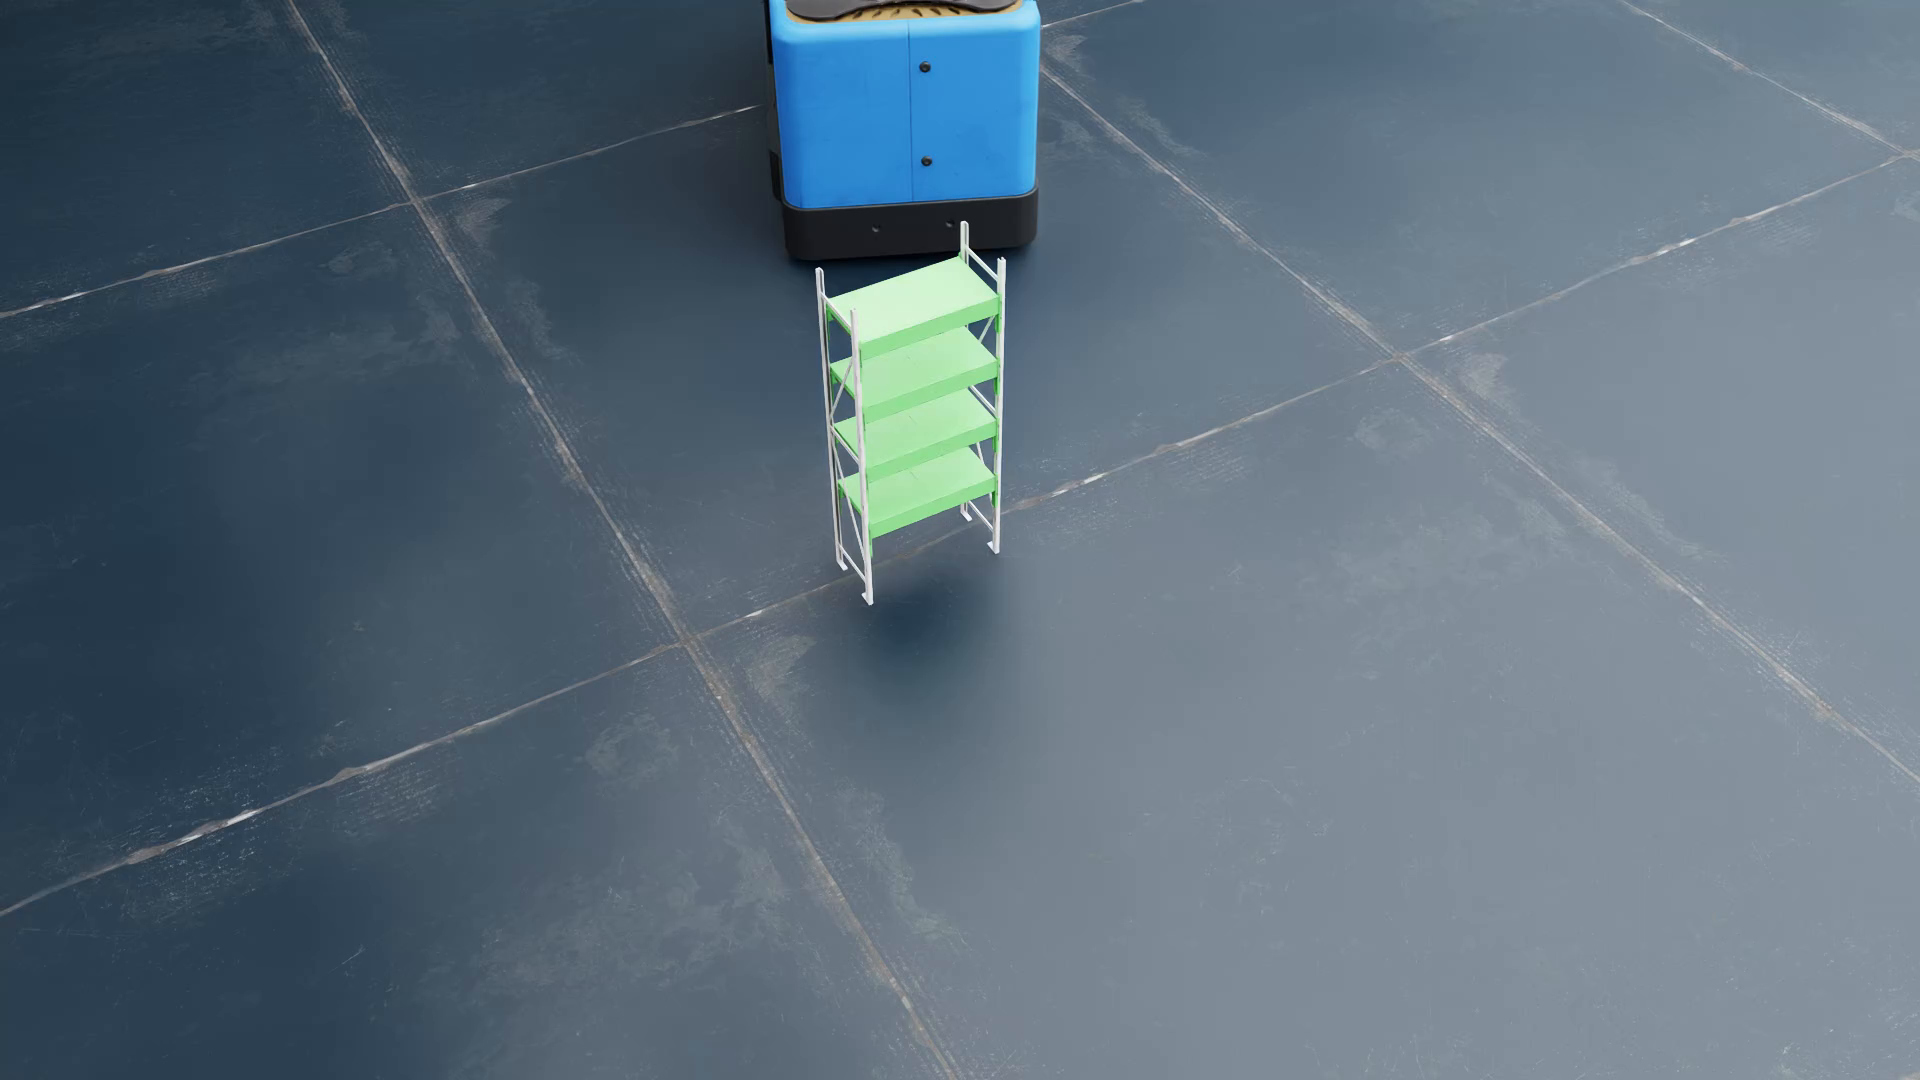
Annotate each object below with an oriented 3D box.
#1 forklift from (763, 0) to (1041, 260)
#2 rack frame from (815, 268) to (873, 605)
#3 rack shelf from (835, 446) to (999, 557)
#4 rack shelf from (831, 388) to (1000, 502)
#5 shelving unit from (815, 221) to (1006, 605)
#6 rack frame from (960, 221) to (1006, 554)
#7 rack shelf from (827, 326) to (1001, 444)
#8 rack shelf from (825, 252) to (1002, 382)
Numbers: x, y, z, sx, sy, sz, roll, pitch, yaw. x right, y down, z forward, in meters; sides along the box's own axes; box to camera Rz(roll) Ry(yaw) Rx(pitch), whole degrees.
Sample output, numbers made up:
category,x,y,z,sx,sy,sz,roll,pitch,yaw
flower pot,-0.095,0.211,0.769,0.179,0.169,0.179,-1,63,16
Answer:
category,x,y,z,sx,sy,sz,roll,pitch,yaw
forklift,-0.362,-3.229,6.973,1.130,2.935,3.031,-5,44,-5
rack frame,-0.355,-0.288,5.186,0.015,1.200,0.240,-22,48,-21
rack shelf,-0.144,-0.155,5.485,0.480,0.148,0.258,-22,48,-21
rack shelf,-0.144,-0.327,5.317,0.480,0.148,0.258,-22,48,-21
shelving unit,-0.144,-0.373,5.273,0.503,1.200,0.258,-22,48,-21
rack frame,0.068,-0.458,5.360,0.015,1.200,0.240,-22,48,-21
rack shelf,-0.144,-0.500,5.150,0.480,0.148,0.258,-22,48,-21
rack shelf,-0.144,-0.672,4.983,0.480,0.148,0.258,-22,48,-21
